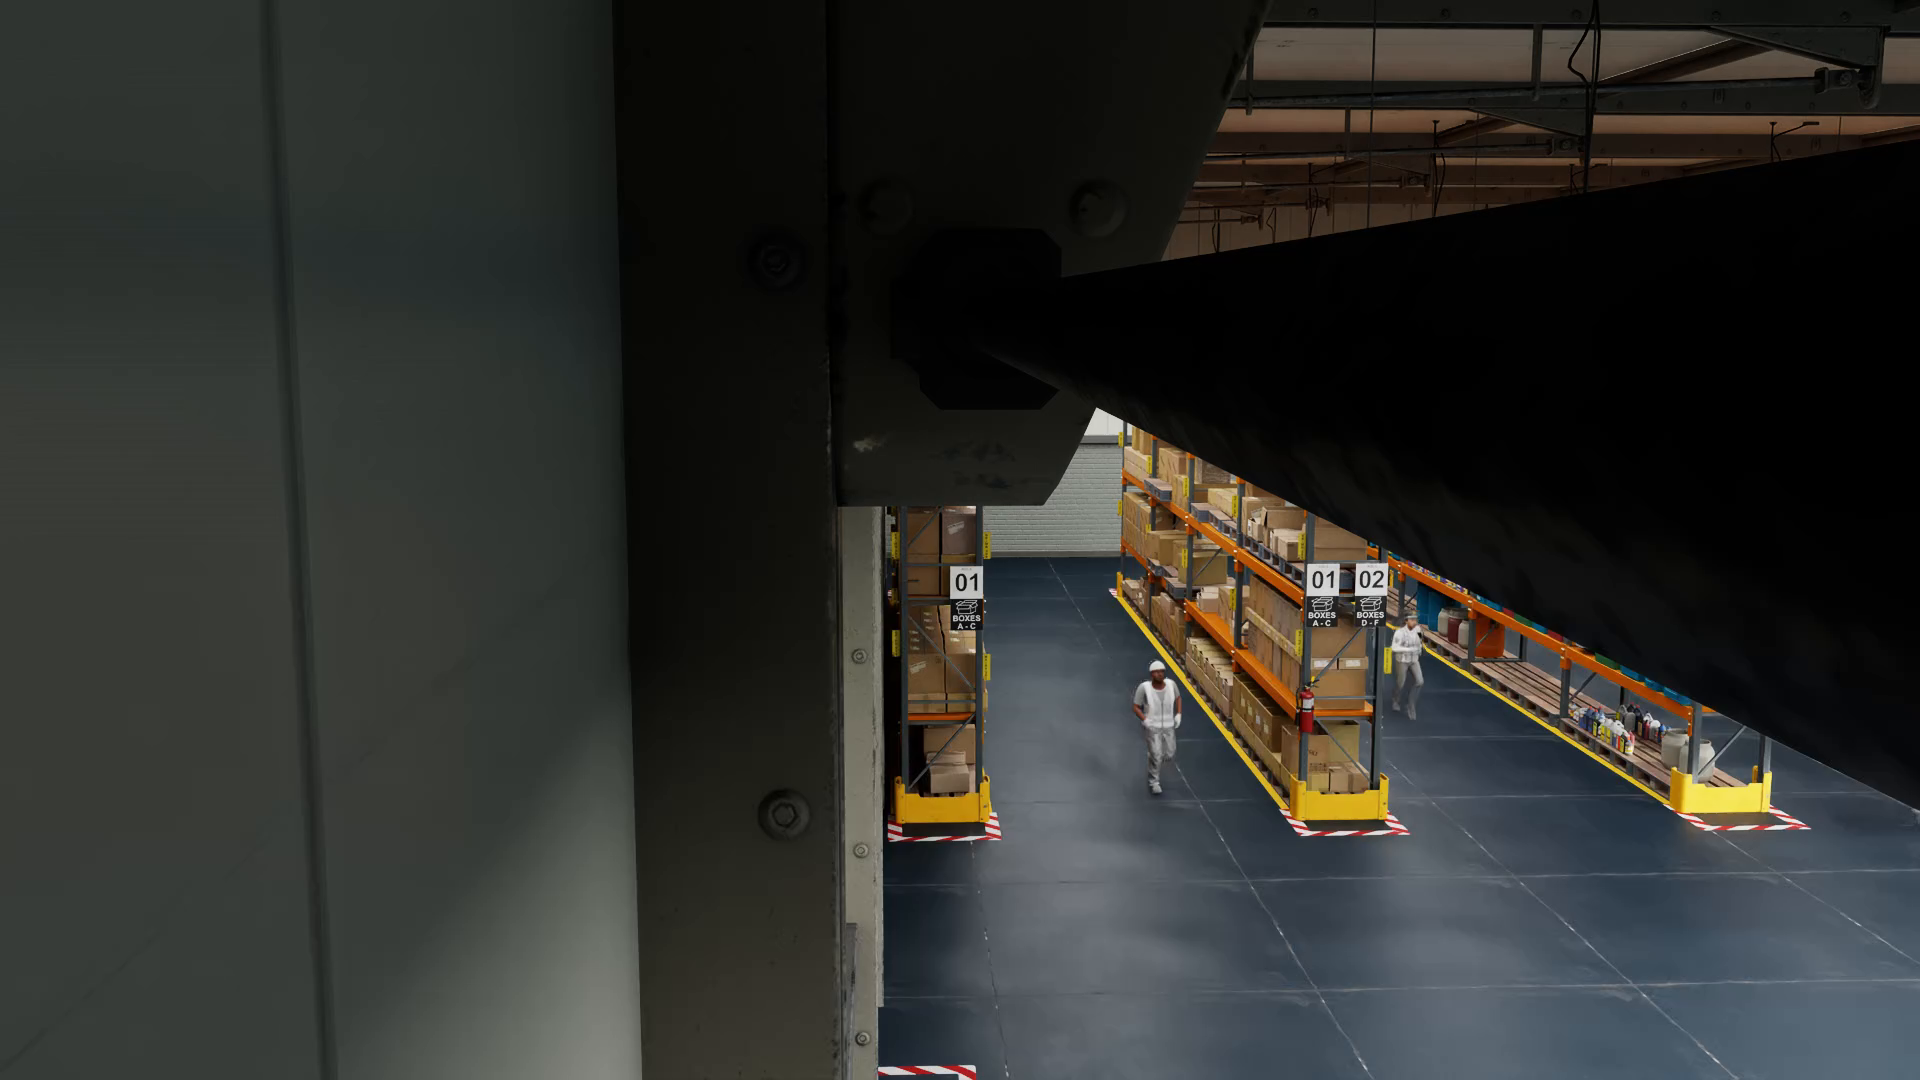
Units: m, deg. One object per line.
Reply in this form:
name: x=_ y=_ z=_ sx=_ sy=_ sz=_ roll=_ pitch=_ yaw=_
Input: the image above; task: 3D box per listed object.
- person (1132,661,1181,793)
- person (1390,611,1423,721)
person: x=2.584 y=2.427 z=21.756 sx=0.695 sy=1.745 sz=0.676 roll=-2 pitch=8 yaw=-14
person: x=6.905 y=1.902 z=25.689 sx=0.639 sy=1.709 sz=0.811 roll=-2 pitch=8 yaw=-15
